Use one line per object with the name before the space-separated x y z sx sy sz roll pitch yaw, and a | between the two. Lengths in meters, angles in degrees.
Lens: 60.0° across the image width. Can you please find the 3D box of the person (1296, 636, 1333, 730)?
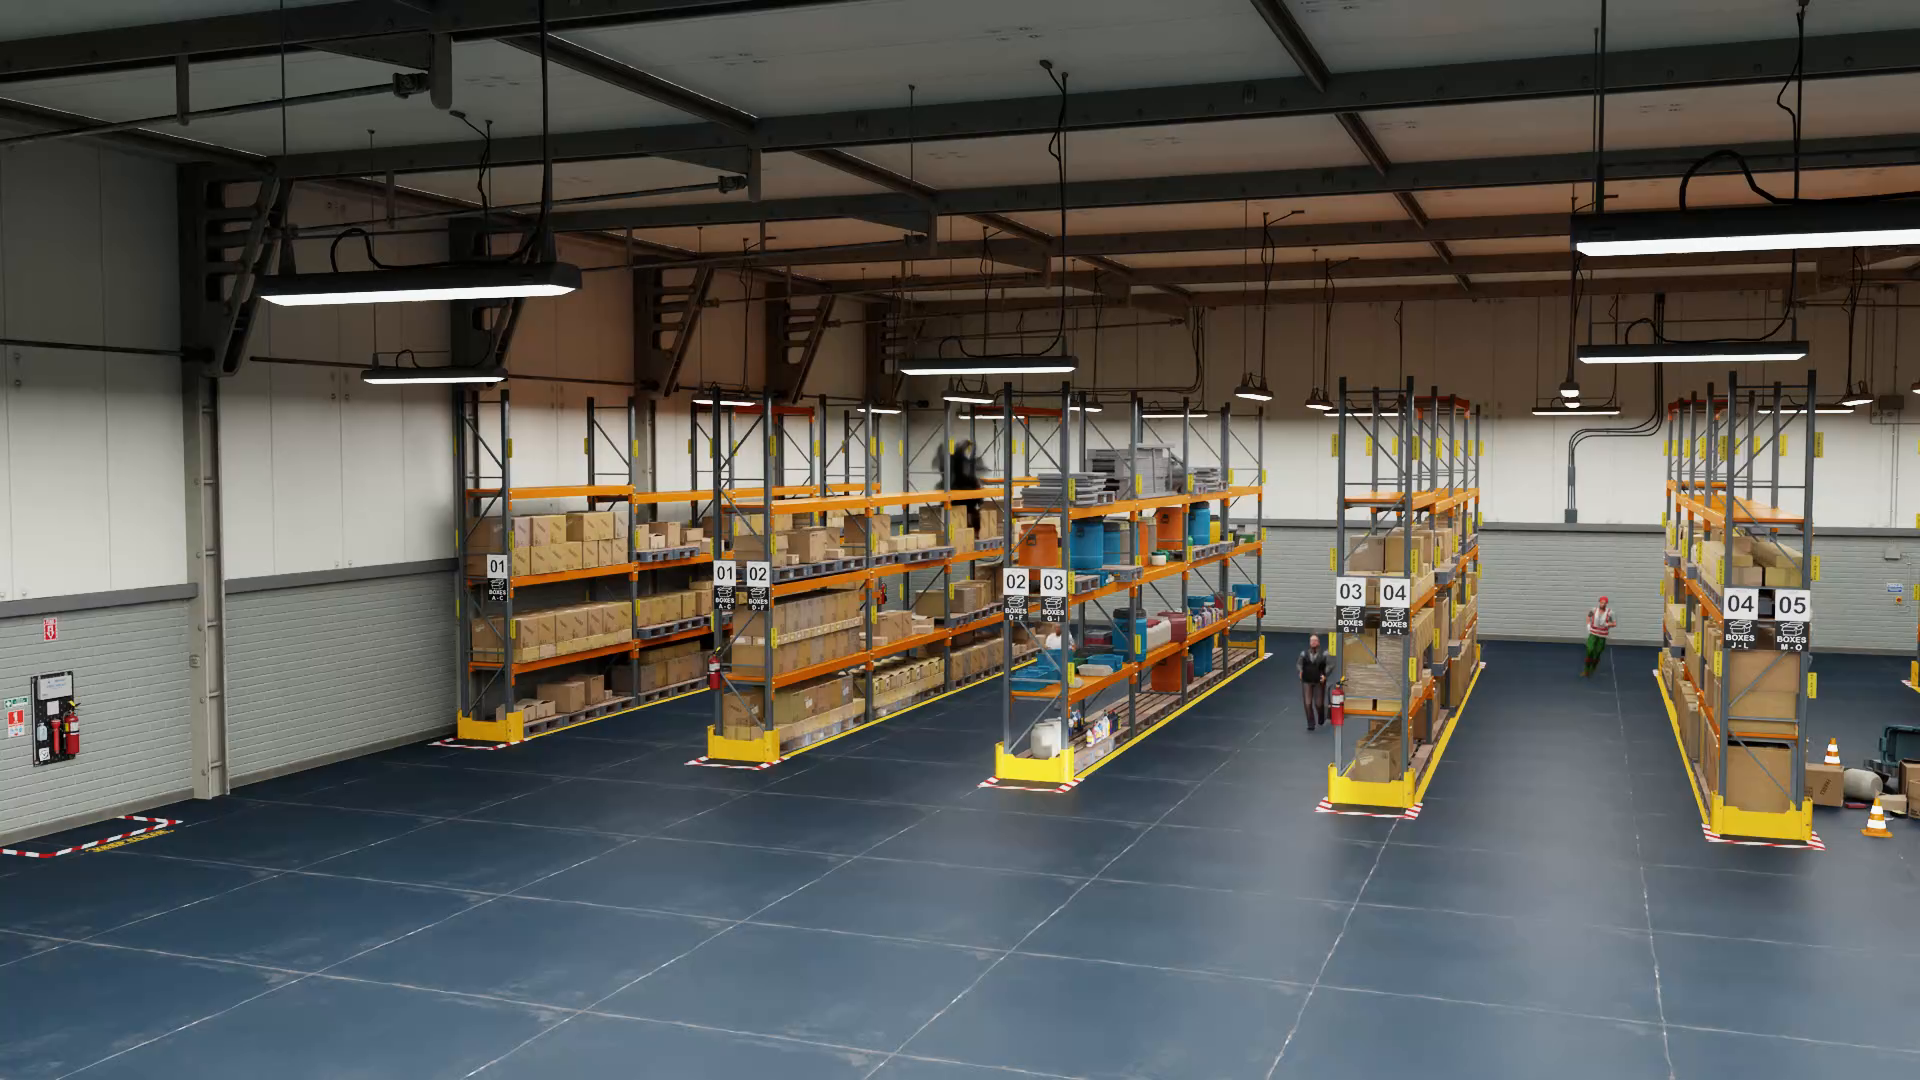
person | 6.280 2.538 29.533 0.656 1.673 0.606 1 3 21

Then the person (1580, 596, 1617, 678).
person | 14.060 2.117 36.559 0.722 1.801 0.821 1 3 25

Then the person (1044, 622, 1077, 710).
person | 1.920 2.402 32.254 0.614 1.665 0.900 1 3 20
